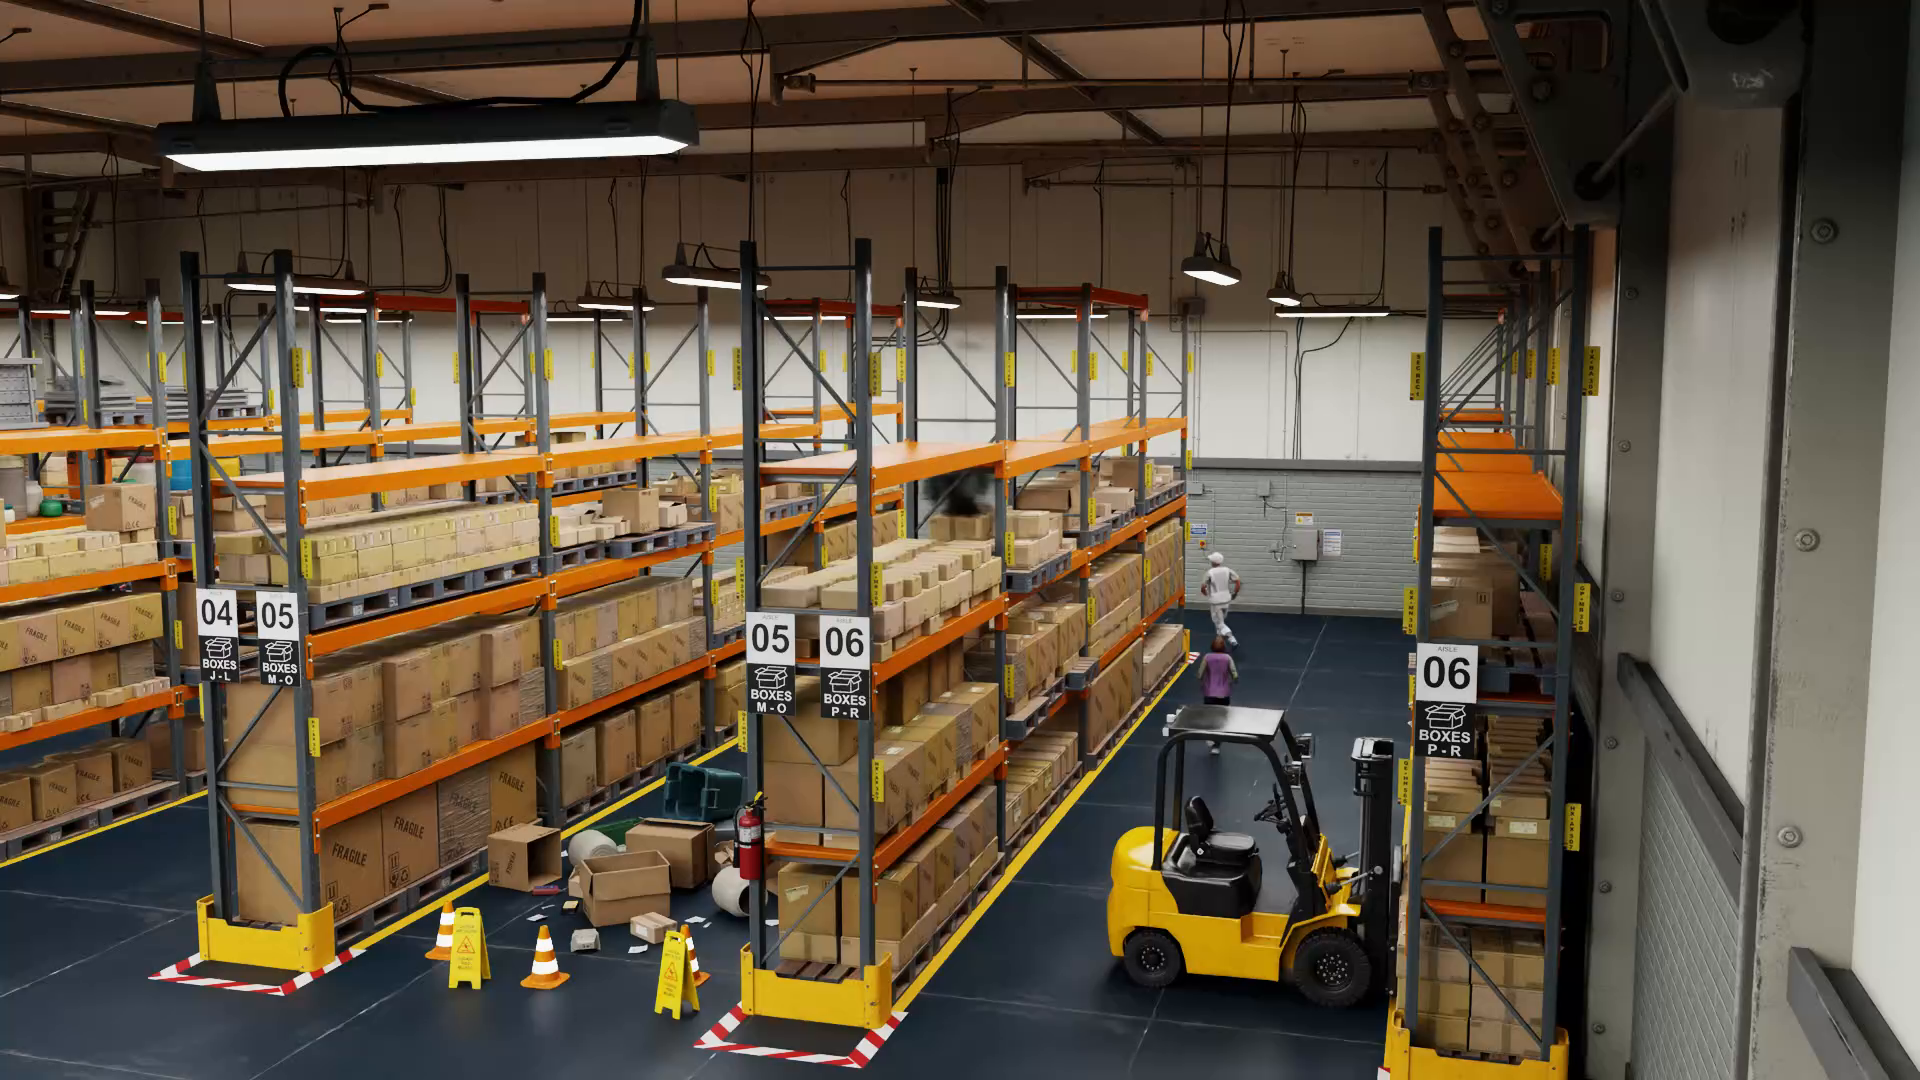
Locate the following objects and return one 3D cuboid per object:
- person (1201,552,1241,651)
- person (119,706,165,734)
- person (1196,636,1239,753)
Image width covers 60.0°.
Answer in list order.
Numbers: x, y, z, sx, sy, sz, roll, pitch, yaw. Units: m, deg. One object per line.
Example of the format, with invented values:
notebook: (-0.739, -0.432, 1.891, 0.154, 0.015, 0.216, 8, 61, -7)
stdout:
person: (4.460, 1.092, 28.605, 0.698, 1.779, 0.844, -3, 7, -23)
person: (-11.301, 1.714, 22.740, 0.678, 1.804, 0.934, 1, 6, 7)
person: (3.319, 2.007, 21.467, 0.541, 1.560, 0.549, 1, 7, 10)
